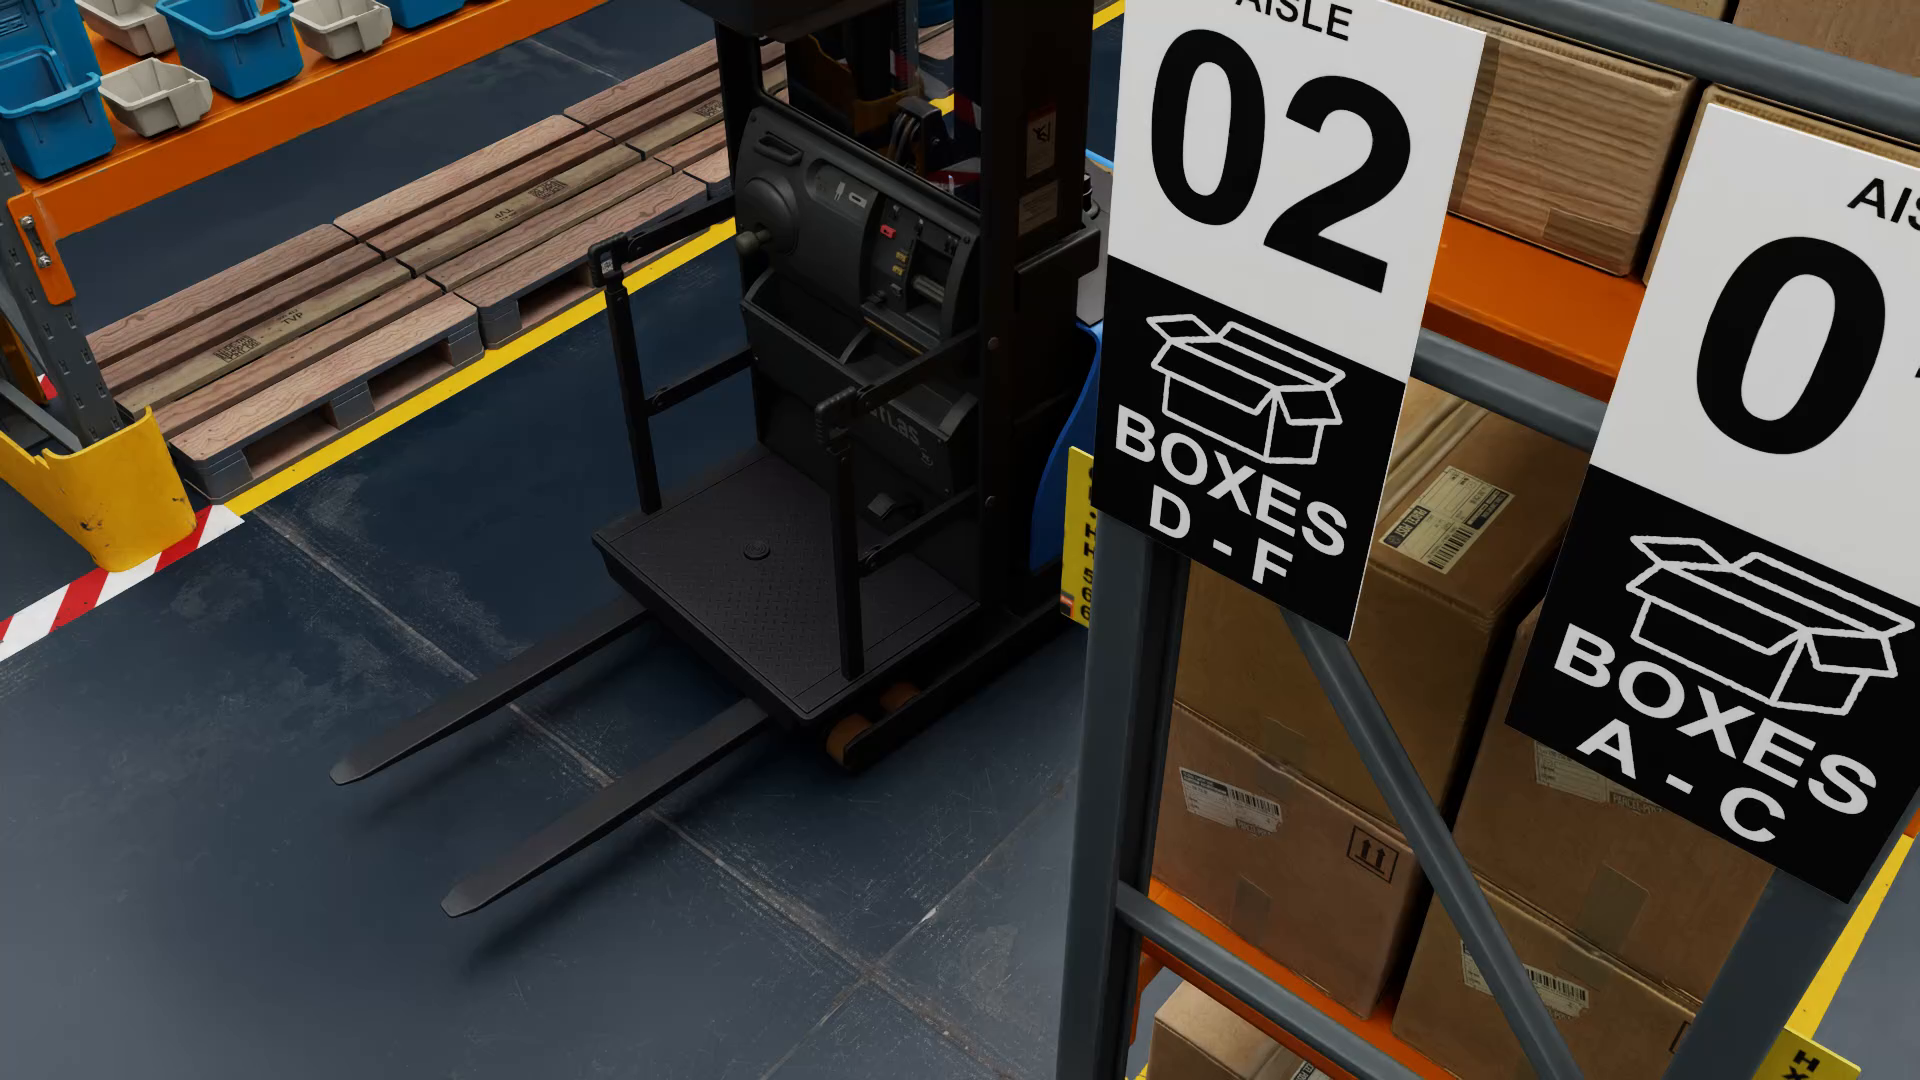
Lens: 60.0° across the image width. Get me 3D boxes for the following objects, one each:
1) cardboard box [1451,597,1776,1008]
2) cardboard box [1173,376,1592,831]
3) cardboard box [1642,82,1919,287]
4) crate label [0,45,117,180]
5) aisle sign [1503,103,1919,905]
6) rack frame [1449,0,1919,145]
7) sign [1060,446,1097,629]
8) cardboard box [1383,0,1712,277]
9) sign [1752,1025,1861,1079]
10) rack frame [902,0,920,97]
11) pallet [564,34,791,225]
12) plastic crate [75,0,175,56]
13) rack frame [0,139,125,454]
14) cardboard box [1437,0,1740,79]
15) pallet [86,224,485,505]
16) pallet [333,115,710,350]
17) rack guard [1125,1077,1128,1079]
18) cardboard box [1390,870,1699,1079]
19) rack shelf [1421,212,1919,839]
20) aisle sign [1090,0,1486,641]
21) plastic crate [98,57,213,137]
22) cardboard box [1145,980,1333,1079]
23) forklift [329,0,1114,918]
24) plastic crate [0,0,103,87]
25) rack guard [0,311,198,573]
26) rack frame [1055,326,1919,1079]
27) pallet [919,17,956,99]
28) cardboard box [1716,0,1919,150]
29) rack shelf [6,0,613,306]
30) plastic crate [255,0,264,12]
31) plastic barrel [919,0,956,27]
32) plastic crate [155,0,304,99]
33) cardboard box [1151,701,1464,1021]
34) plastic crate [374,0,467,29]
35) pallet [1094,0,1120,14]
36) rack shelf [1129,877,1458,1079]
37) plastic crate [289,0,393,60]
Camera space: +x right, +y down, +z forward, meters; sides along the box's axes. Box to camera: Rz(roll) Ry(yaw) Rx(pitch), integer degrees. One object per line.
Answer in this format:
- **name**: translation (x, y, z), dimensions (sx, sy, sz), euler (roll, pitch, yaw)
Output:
- **cardboard box**: translation (1.092, 0.285, 2.389), dimensions (0.500, 0.500, 0.500), euler (31, 51, 30)
- **cardboard box**: translation (0.680, 0.051, 2.647), dimensions (0.500, 0.500, 0.500), euler (29, 50, 28)
- **cardboard box**: translation (1.129, -0.403, 1.845), dimensions (0.500, 0.250, 0.500), euler (29, 50, 28)
- **crate label**: translation (-2.774, -1.285, 5.014), dimensions (0.416, 0.233, 0.303), euler (29, 50, 28)
- **aisle sign**: translation (0.785, 0.007, 1.581), dimensions (0.394, 0.787, 0.004), euler (29, 50, 28)
- **rack frame**: translation (0.604, -1.413, 0.615), dimensions (1.000, 3.000, 0.127), euler (29, 50, 28)
- **sign**: translation (0.192, 0.010, 2.413), dimensions (0.100, 0.325, 0.005), euler (29, 50, 28)
- **cardboard box**: translation (0.733, -0.627, 2.091), dimensions (0.500, 0.250, 0.500), euler (29, 50, 28)
- **sign**: translation (1.020, 0.721, 2.084), dimensions (0.100, 0.325, 0.005), euler (29, 50, 28)
- **rack frame**: translation (-0.610, -3.400, 7.260), dimensions (1.000, 3.000, 0.127), euler (29, 50, 28)
- **pallet**: translation (-1.054, -1.973, 7.763), dimensions (1.003, 0.211, 1.213), euler (29, 50, 28)
- **plastic crate**: translation (-2.798, -1.763, 5.611), dimensions (0.396, 0.136, 0.243), euler (29, 50, 28)
- **rack frame**: translation (-3.185, -1.340, 4.994), dimensions (1.000, 3.000, 0.127), euler (29, 50, 28)
- **cardboard box**: translation (0.740, -0.808, 1.919), dimensions (0.500, 0.250, 0.500), euler (29, 50, 28)
- **pallet**: translation (-2.624, -0.716, 6.381), dimensions (1.003, 0.211, 1.213), euler (29, 50, 28)
- **pallet**: translation (-1.839, -1.342, 7.069), dimensions (1.003, 0.211, 1.213), euler (29, 50, 28)
- **rack guard**: translation (0.653, 1.692, 3.518), dimensions (1.175, 0.500, 0.348), euler (29, 50, 28)
- **cardboard box**: translation (1.092, 0.655, 2.726), dimensions (0.500, 0.500, 0.500), euler (31, 50, 29)
- **rack shelf**: translation (1.891, -1.067, 2.999), dimensions (1.077, 0.370, 4.000), euler (29, 50, 28)
- **aisle sign**: translation (0.326, -0.253, 1.866), dimensions (0.394, 0.787, 0.004), euler (29, 50, 28)
- **plastic crate**: translation (-2.504, -1.379, 5.188), dimensions (0.250, 0.136, 0.298), euler (29, 50, 28)
- **cardboard box**: translation (0.766, 1.182, 3.752), dimensions (0.500, 0.500, 0.500), euler (29, 50, 28)
- **forklift**: translation (-0.455, -0.796, 4.447), dimensions (3.031, 2.935, 1.130), euler (-32, 51, -31)
- **plastic crate**: translation (-3.112, -1.629, 5.241), dimensions (0.616, 0.435, 0.499), euler (29, 50, 28)
- **rack guard**: translation (-3.190, -0.397, 5.815), dimensions (1.175, 0.500, 0.348), euler (29, 50, 28)
- **rack frame**: translation (0.604, 0.806, 2.634), dimensions (1.000, 3.000, 0.127), euler (29, 50, 28)
- **pallet**: translation (-0.082, -2.747, 8.615), dimensions (1.003, 0.211, 1.213), euler (29, 50, 28)
- **cardboard box**: translation (1.134, -0.585, 1.674), dimensions (0.500, 0.250, 0.500), euler (29, 50, 28)
- **rack shelf**: translation (-1.897, -2.104, 6.369), dimensions (1.077, 0.370, 4.000), euler (29, 50, 28)
- **plastic crate**: translation (-2.601, -1.906, 5.768), dimensions (0.396, 0.136, 0.243), euler (29, 50, 28)
- **plastic barrel**: translation (-0.247, -3.052, 8.124), dimensions (0.600, 0.901, 0.708), euler (29, 50, 28)
- **plastic crate**: translation (-2.350, -1.624, 5.386), dimensions (0.416, 0.233, 0.300), euler (29, 50, 28)
- **cardboard box**: translation (0.684, 0.421, 2.983), dimensions (0.500, 0.500, 0.500), euler (31, 51, 30)
- **plastic crate**: translation (-1.926, -1.963, 5.759), dimensions (0.416, 0.233, 0.300), euler (29, 50, 28)
- **pallet**: translation (0.703, -3.378, 9.309), dimensions (1.003, 0.211, 1.213), euler (29, 50, 28)
- **rack shelf**: translation (1.891, 0.043, 4.008), dimensions (1.077, 0.370, 4.000), euler (29, 50, 28)
- **plastic crate**: translation (-2.067, -1.728, 5.572), dimensions (0.250, 0.136, 0.298), euler (29, 50, 28)
